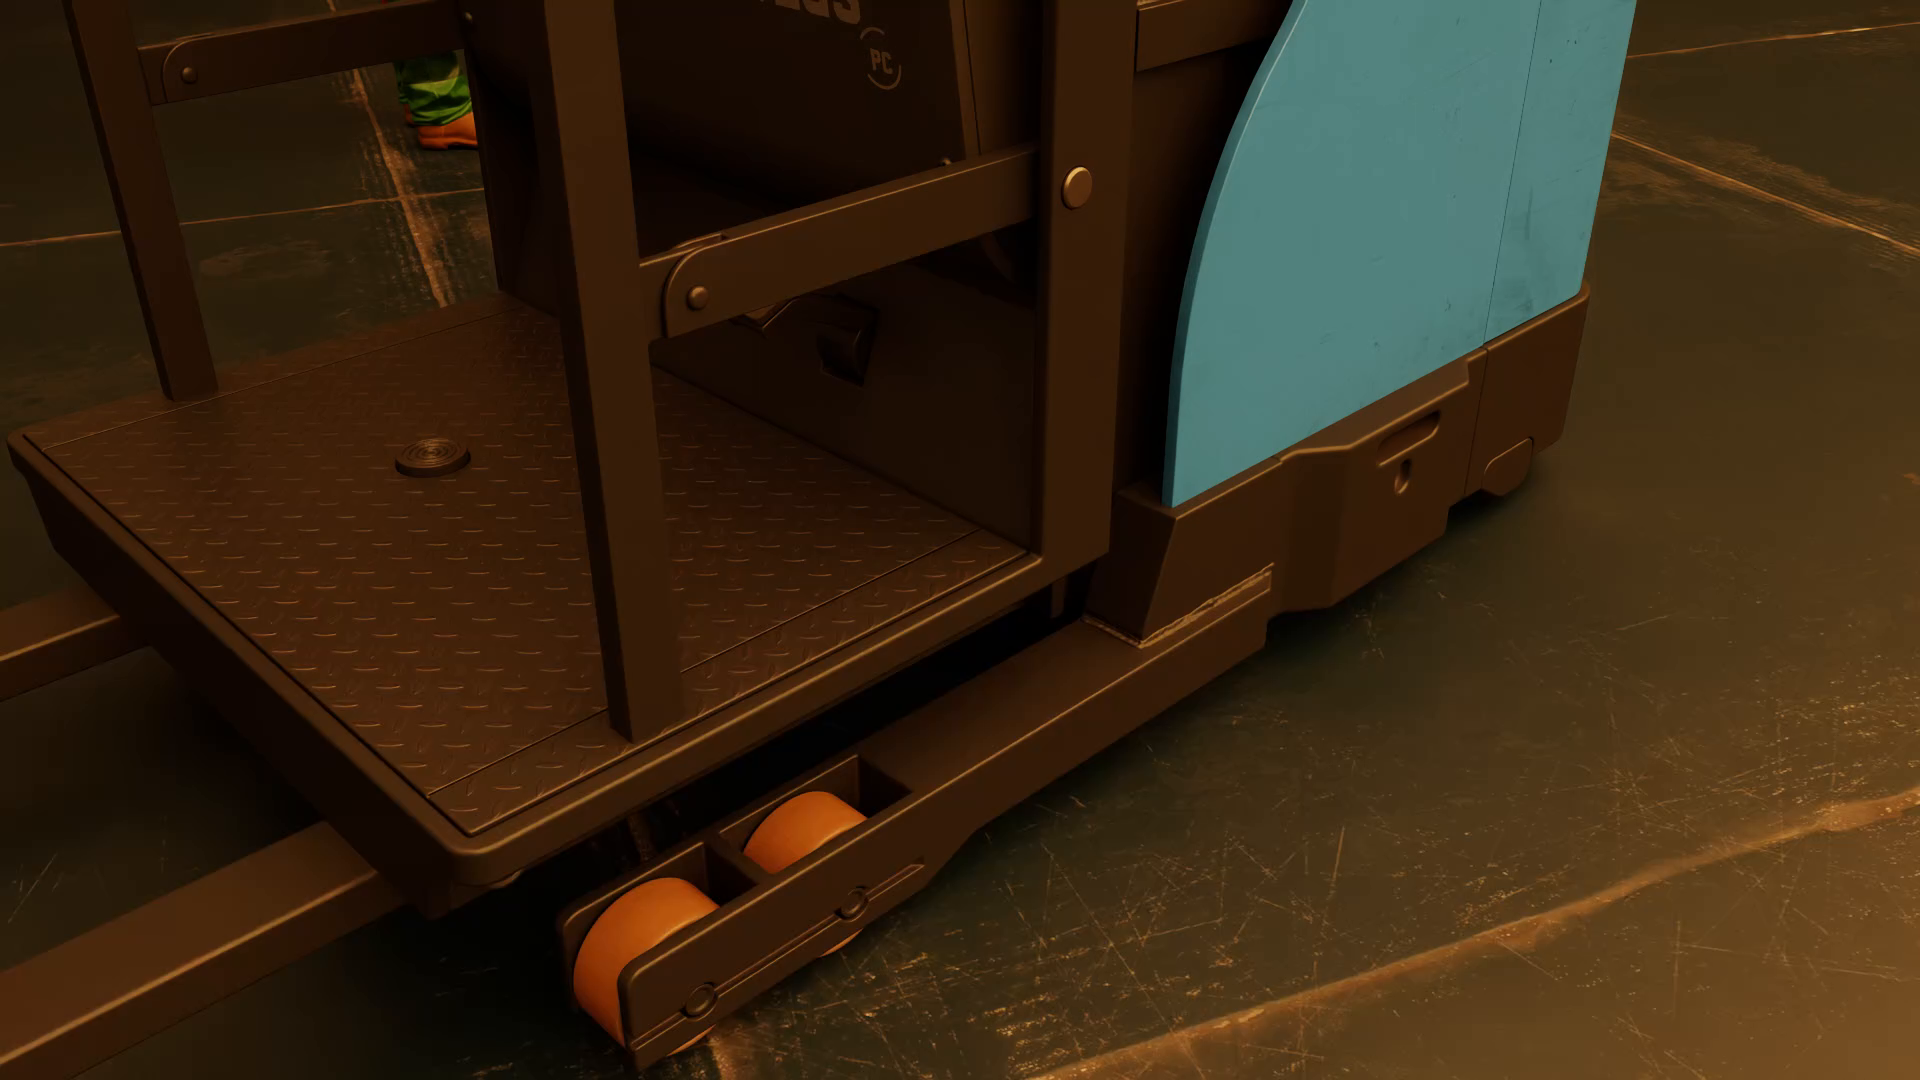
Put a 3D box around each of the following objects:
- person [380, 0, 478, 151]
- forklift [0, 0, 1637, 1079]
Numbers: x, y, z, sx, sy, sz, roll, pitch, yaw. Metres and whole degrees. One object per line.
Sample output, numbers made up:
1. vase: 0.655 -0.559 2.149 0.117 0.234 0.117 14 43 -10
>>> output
1. person: -1.326 -1.871 3.974 0.346 1.795 0.542 -11 31 -19
2. forklift: -0.435 -1.063 1.405 3.031 2.935 1.130 -26 39 -37
